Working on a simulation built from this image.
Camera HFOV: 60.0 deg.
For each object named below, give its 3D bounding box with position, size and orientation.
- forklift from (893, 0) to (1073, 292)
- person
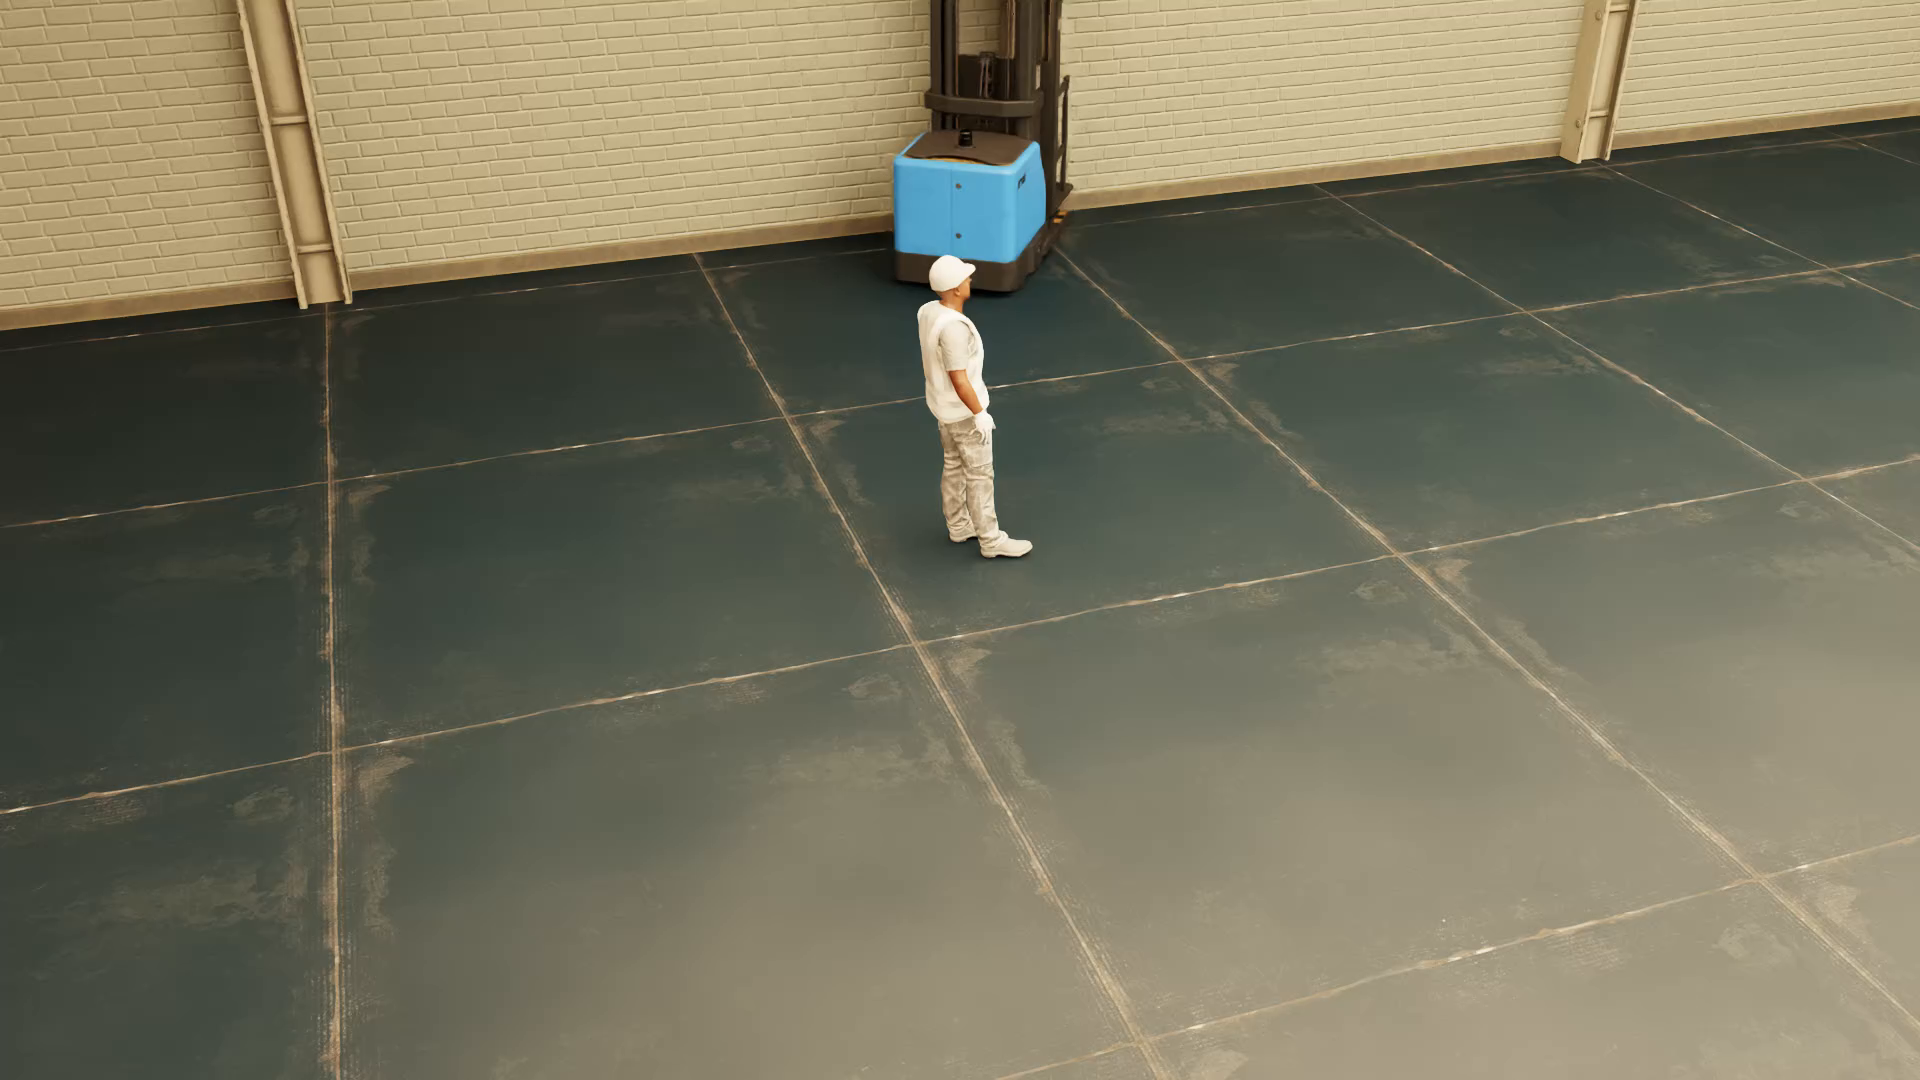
[{"bbox_3d":[0.357,-3.986,14.015,1.130,2.935,3.031,8,31,14],"label":"forklift"},{"bbox_3d":[0.071,-0.786,9.590,0.577,1.782,0.656,-10,31,-16],"label":"person"}]
